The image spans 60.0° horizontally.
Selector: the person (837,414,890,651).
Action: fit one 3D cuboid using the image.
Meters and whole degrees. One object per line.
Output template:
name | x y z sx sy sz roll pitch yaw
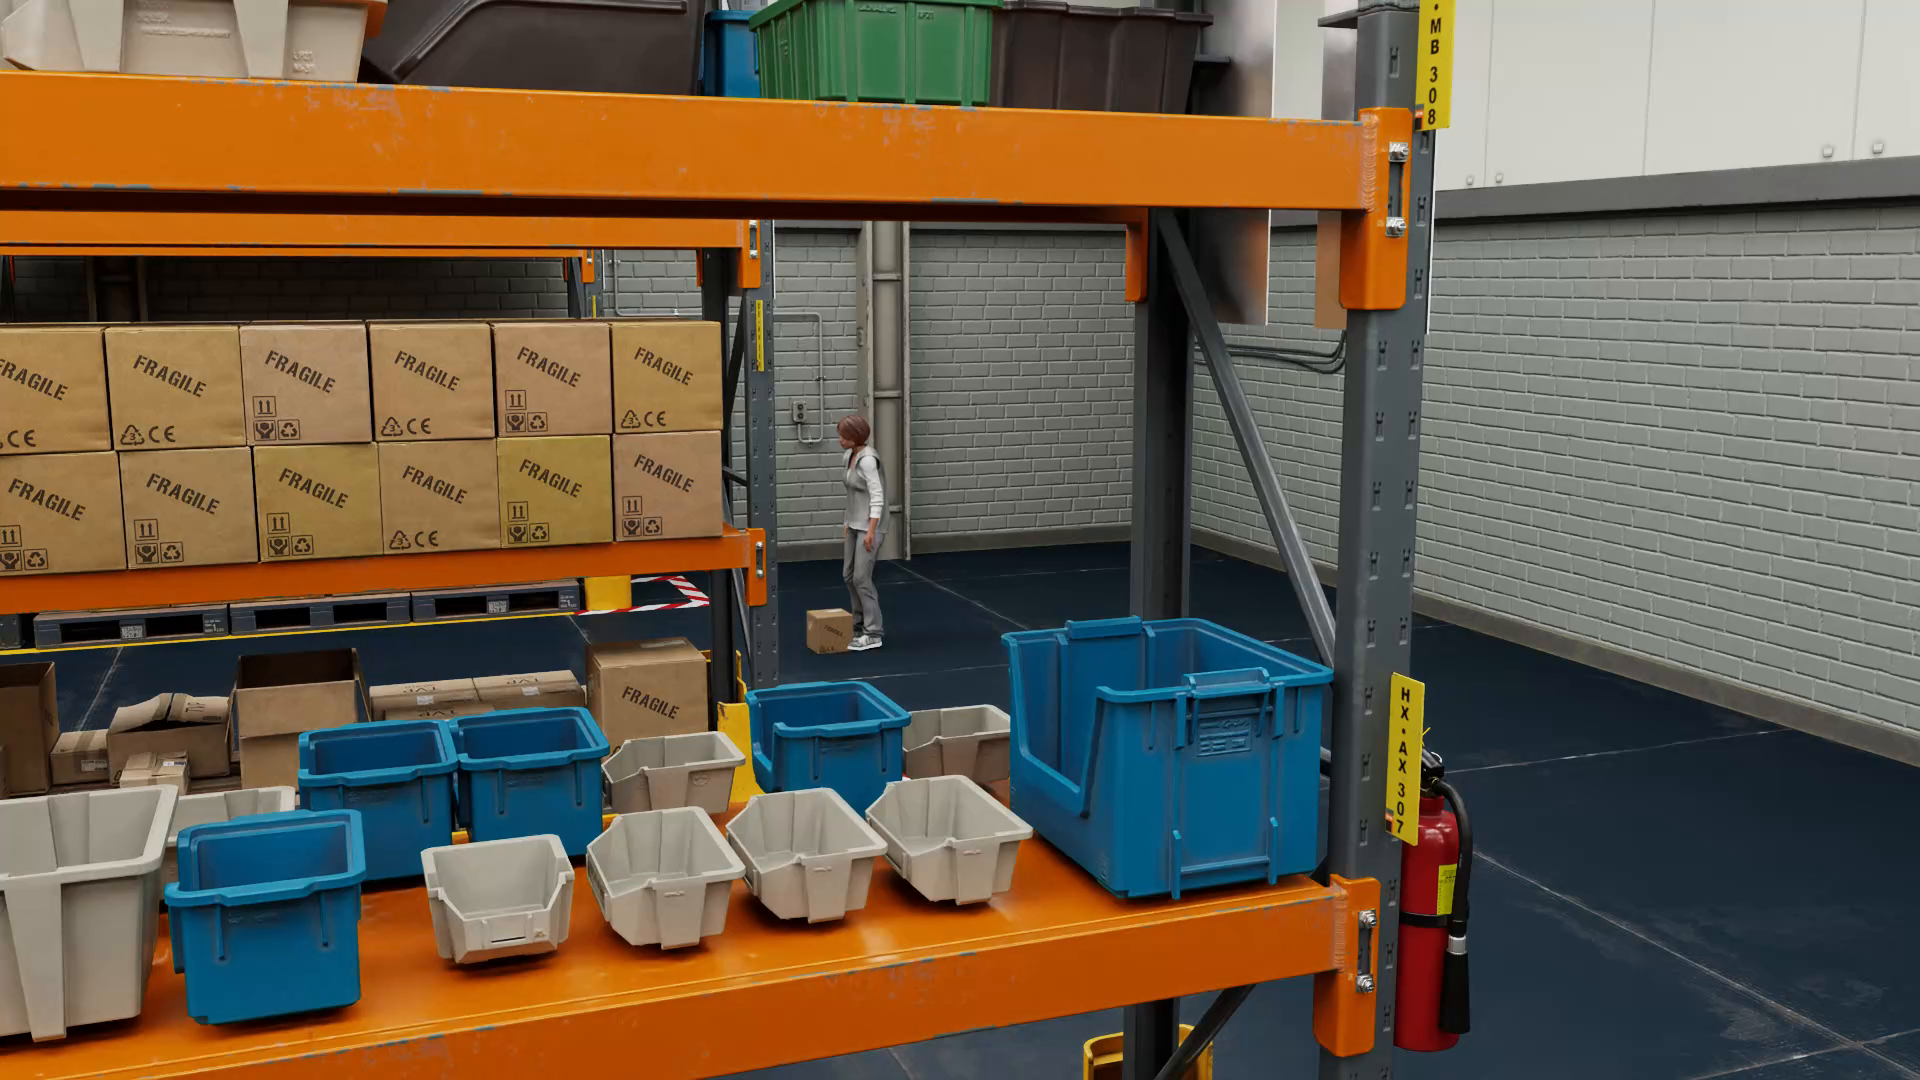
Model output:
person | -0.666 -0.059 11.276 0.347 1.592 0.473 -4 10 -24
